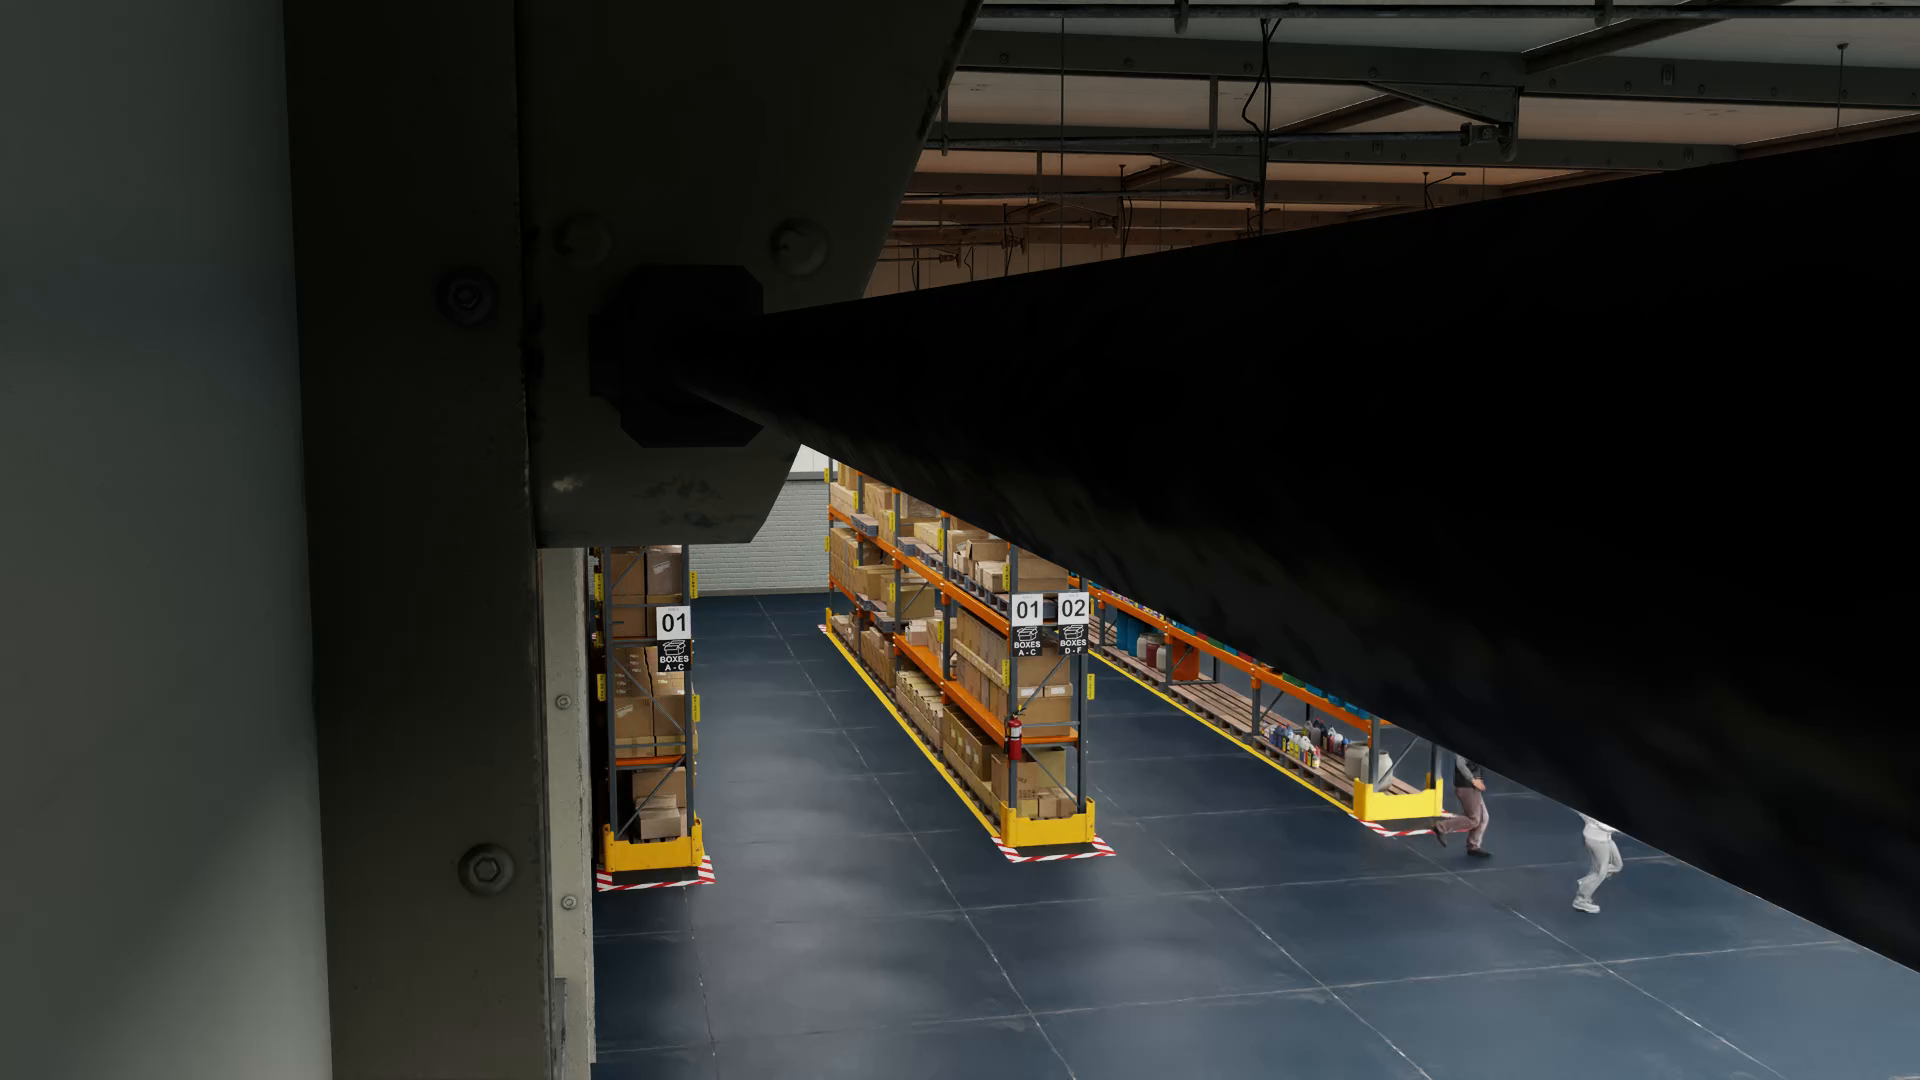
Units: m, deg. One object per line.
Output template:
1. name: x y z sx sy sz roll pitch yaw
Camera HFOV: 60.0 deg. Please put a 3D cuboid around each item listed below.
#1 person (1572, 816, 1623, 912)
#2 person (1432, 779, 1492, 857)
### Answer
1. person: 7.113 3.317 18.466 0.522 1.660 0.367 2 7 16
2. person: 6.255 3.066 20.639 0.716 1.680 0.619 2 7 15
